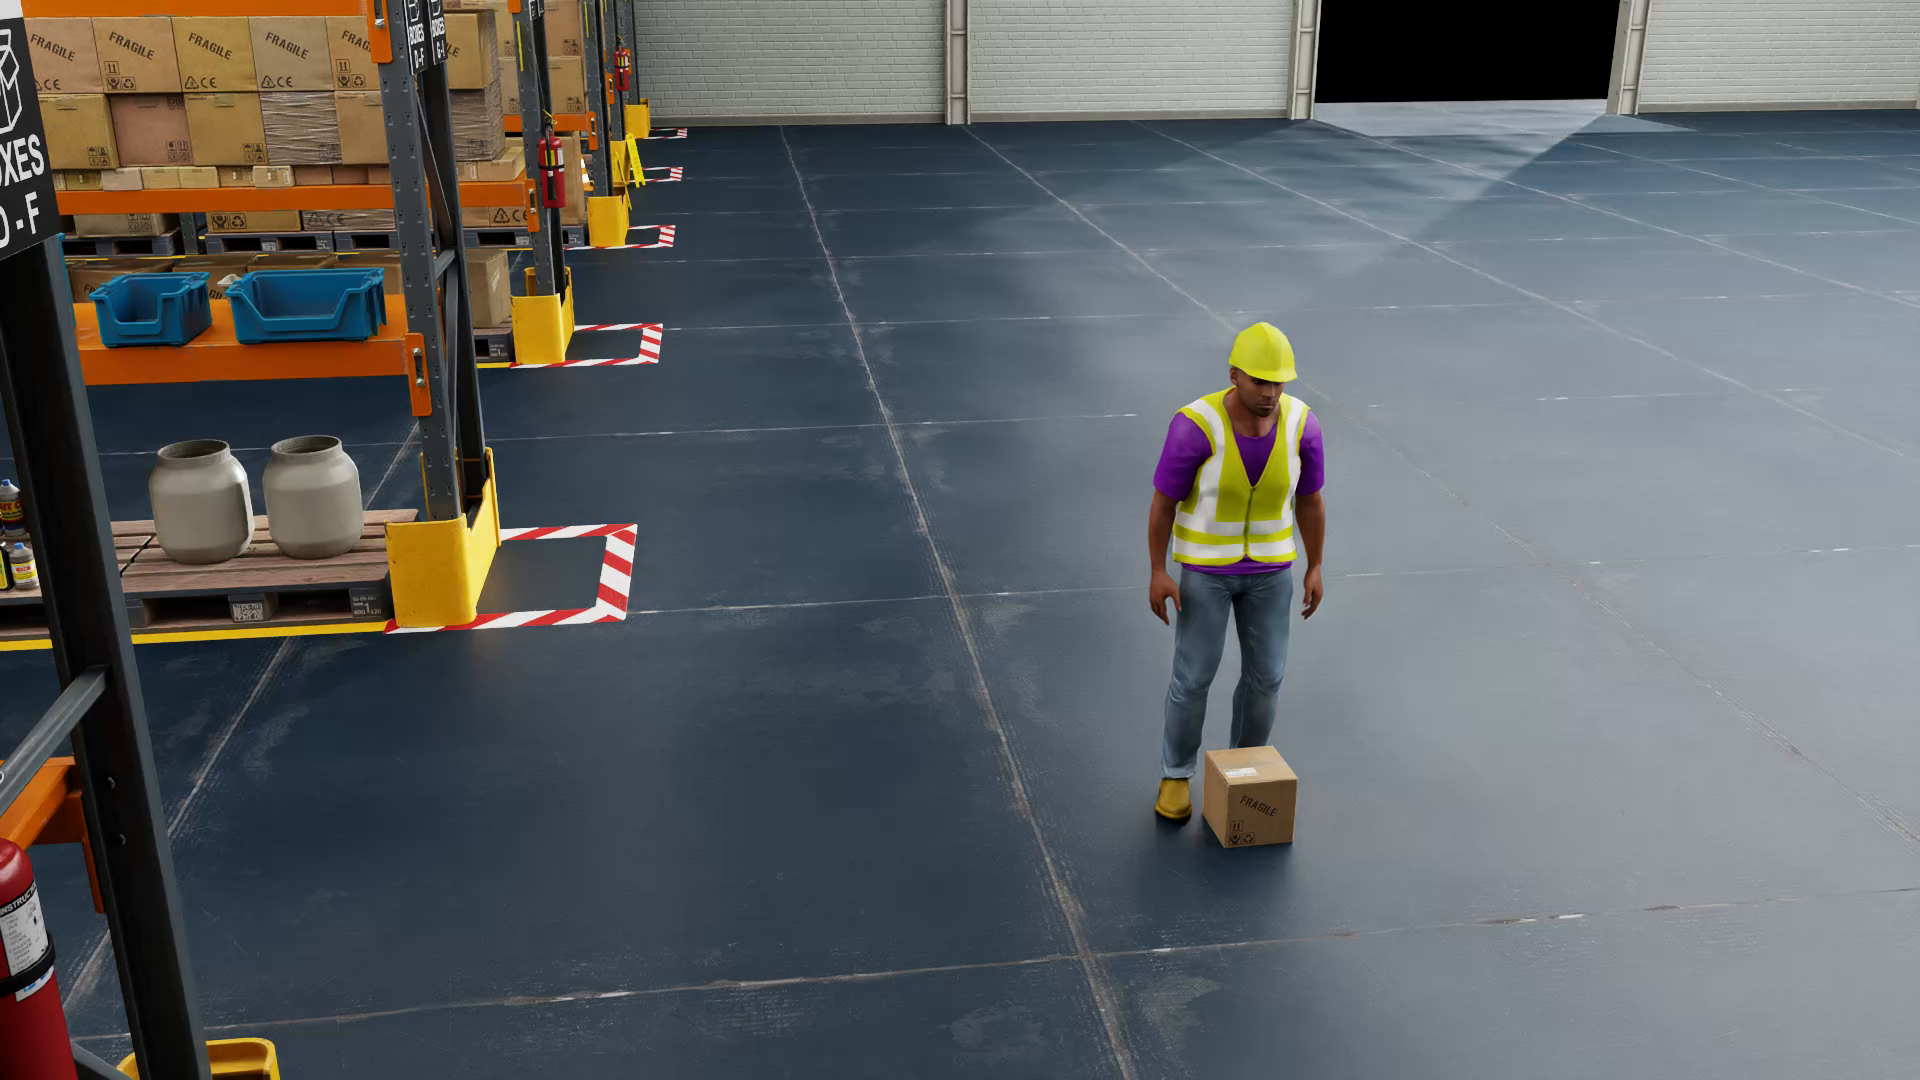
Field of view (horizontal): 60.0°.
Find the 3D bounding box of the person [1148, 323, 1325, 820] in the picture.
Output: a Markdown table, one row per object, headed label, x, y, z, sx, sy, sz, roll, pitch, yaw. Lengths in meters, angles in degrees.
| label | x | y | z | sx | sy | sz | roll | pitch | yaw |
| --- | --- | --- | --- | --- | --- | --- | --- | --- | --- |
| person | 0.957 | 0.108 | 5.747 | 0.628 | 1.761 | 0.458 | -3 | 20 | -7 |
